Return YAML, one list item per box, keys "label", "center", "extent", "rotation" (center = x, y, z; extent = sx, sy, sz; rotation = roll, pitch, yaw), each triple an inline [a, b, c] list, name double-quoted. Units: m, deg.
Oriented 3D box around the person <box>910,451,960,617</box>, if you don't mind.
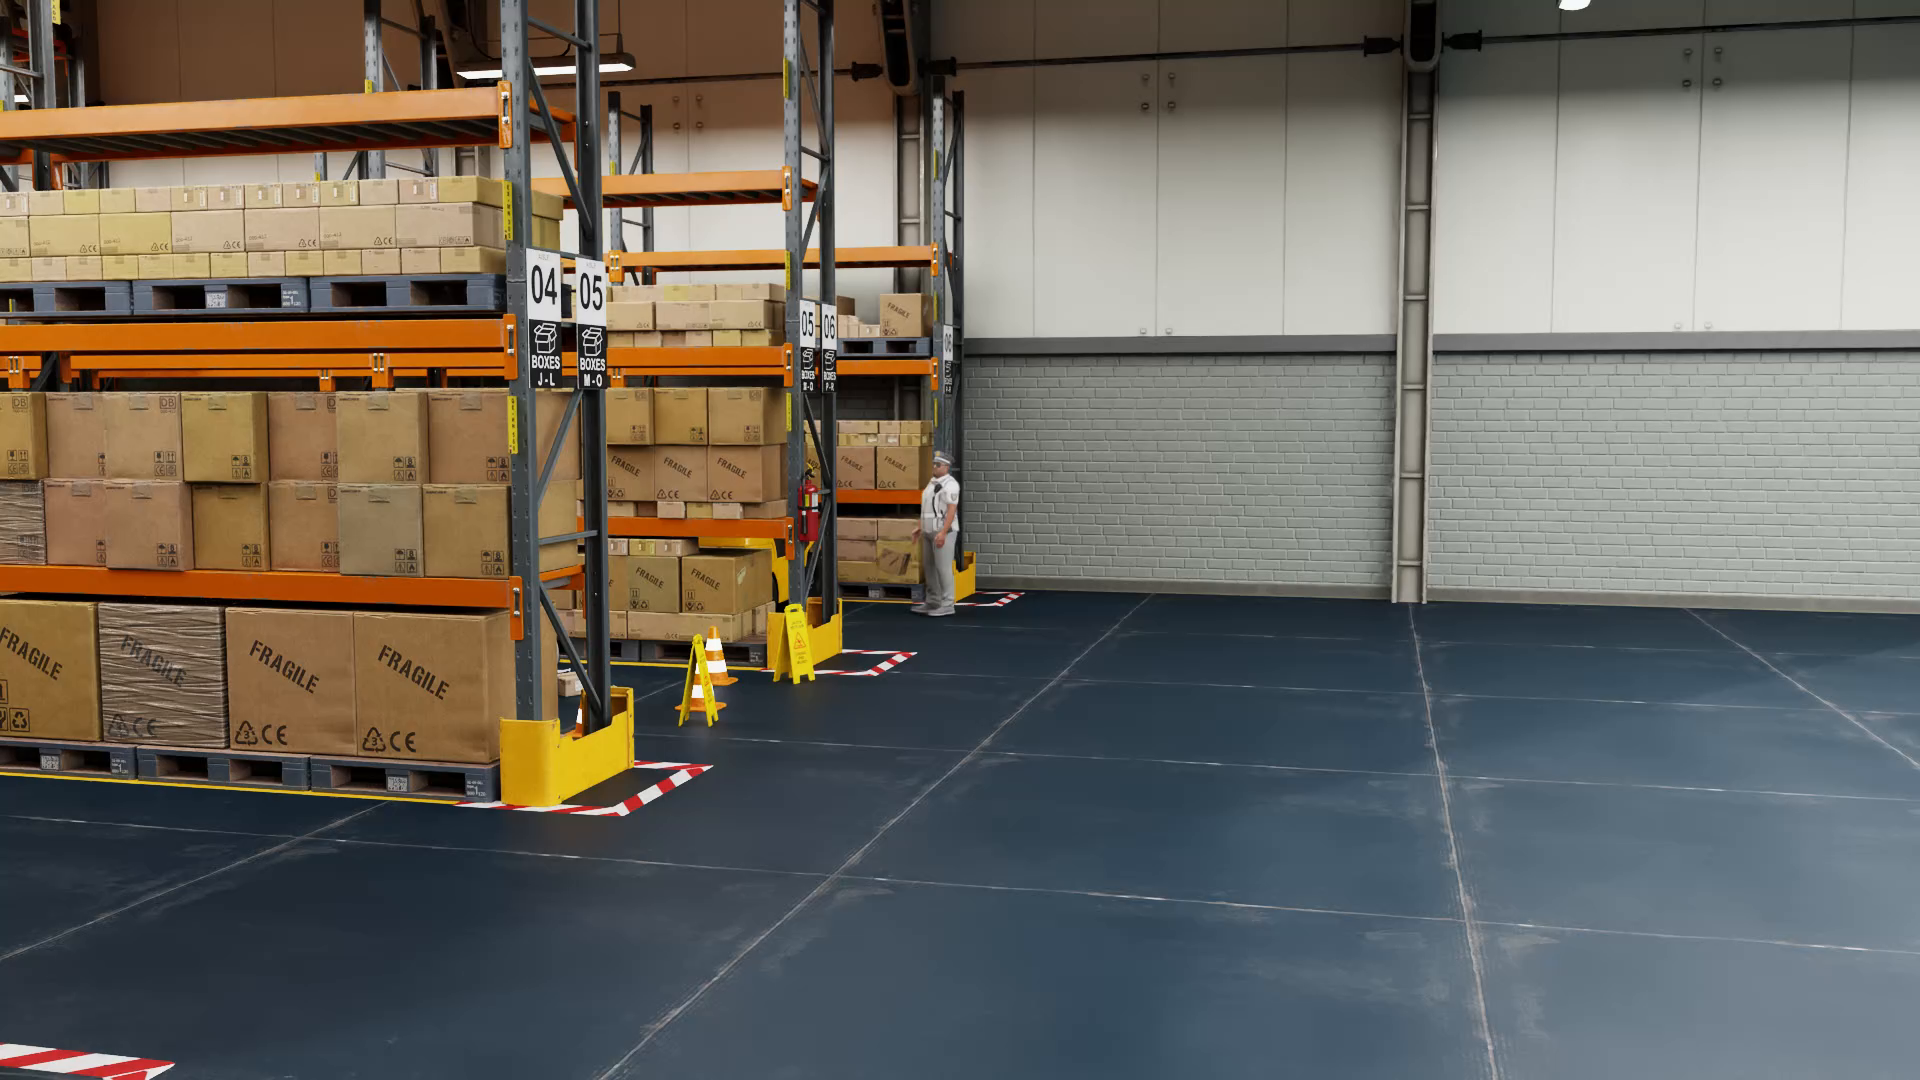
- label: "person"
  center: [-0.266, -0.079, 18.096]
  extent: [0.435, 1.783, 0.611]
  rotation: [-3, 6, -30]
